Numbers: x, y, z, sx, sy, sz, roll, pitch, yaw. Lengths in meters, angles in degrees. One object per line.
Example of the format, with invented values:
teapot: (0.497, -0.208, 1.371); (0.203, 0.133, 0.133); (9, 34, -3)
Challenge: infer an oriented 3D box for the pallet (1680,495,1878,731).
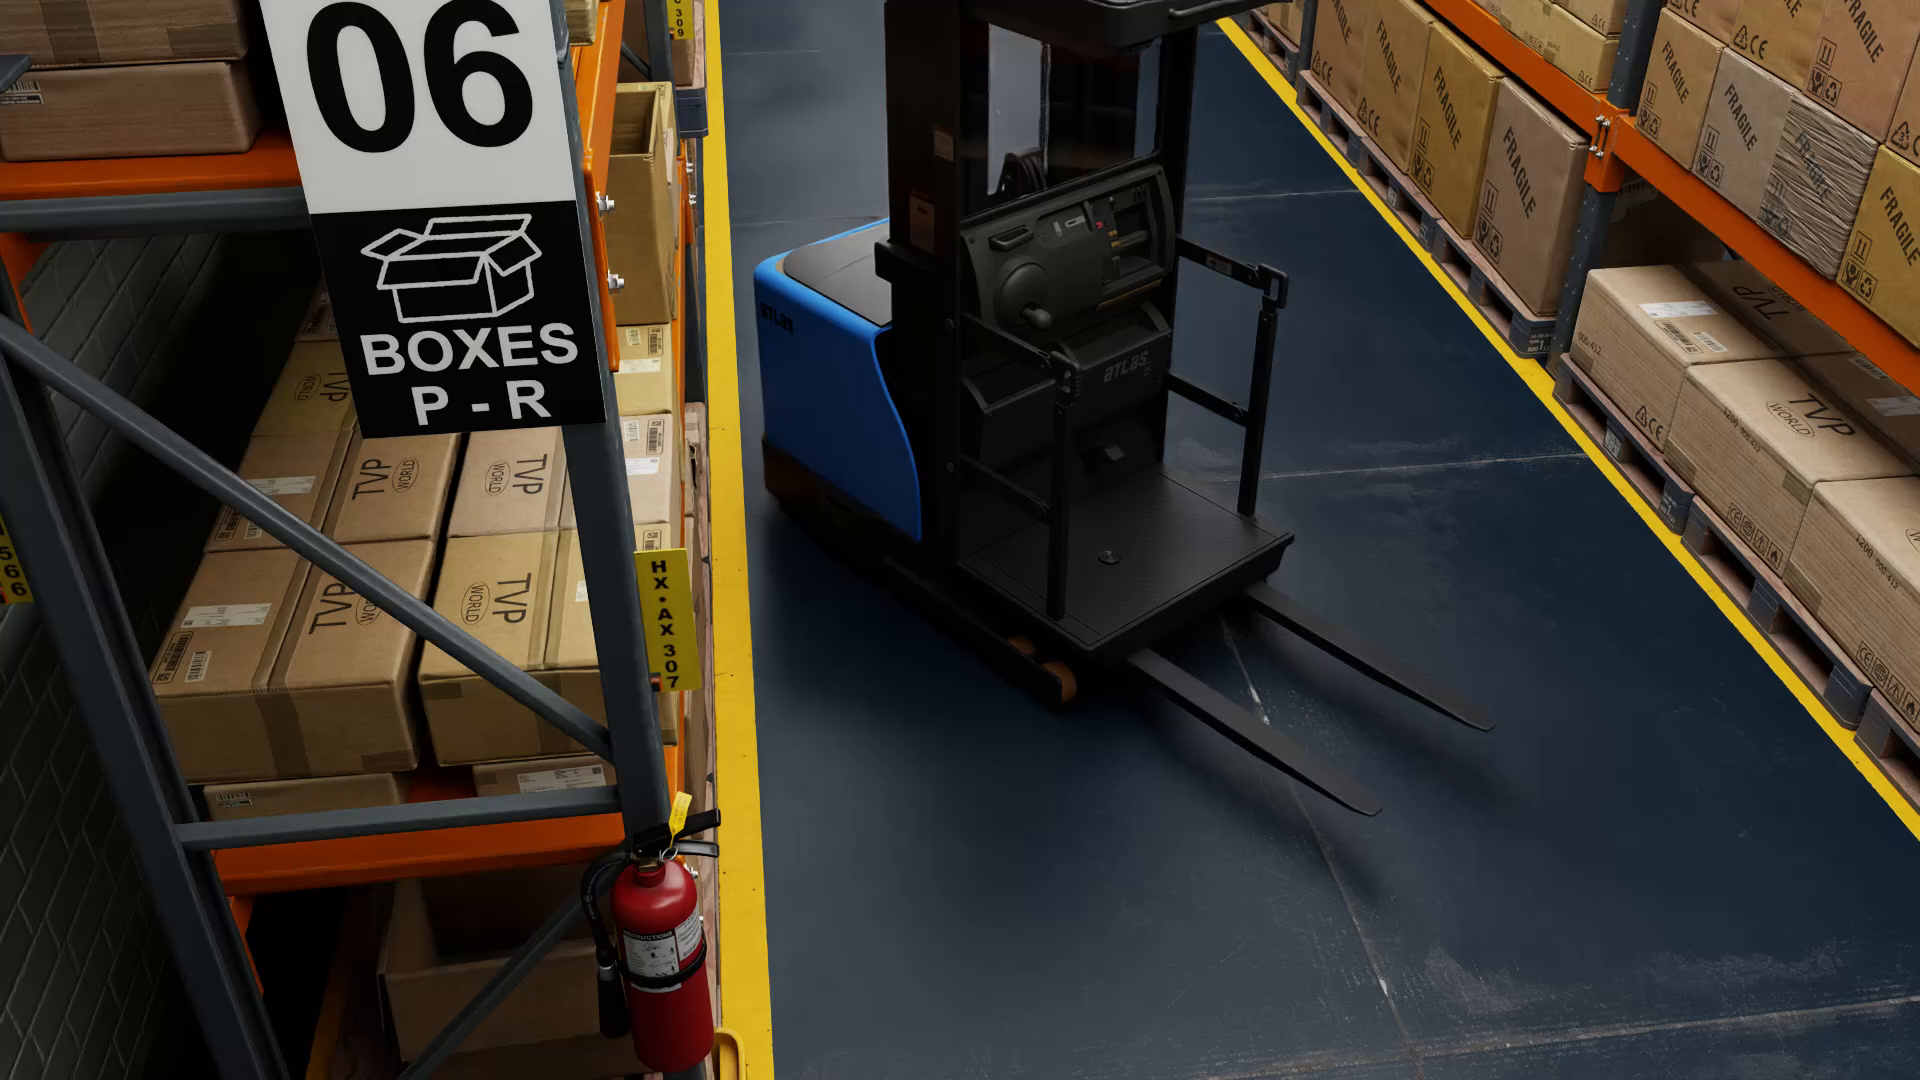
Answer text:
pallet: (3.490, 0.207, 6.259); (1.003, 0.211, 1.213); (-4, 35, -6)

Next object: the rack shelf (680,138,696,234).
rack shelf: (-1.889, -2.498, 8.391); (1.077, 0.370, 4.000); (-4, 35, -6)

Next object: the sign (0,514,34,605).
sign: (-1.635, -0.026, 2.815); (0.100, 0.325, 0.005); (-4, 35, -6)

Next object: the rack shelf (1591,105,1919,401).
rack shelf: (3.567, -0.644, 5.671); (1.077, 0.370, 4.000); (-4, 35, -6)

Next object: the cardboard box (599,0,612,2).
cardboard box: (-0.905, -1.214, 3.428); (0.380, 0.149, 0.250); (-4, 34, -5)

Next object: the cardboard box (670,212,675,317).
cardboard box: (-1.174, -0.917, 5.301); (0.500, 0.250, 0.500); (-5, 35, -7)

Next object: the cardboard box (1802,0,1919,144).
cardboard box: (3.241, -1.659, 5.544); (0.500, 0.500, 0.500); (-4, 34, -5)

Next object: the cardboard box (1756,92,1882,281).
cardboard box: (3.226, -1.258, 5.844); (0.500, 0.500, 0.500); (-4, 34, -6)

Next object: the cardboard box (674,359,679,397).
cardboard box: (-1.034, -0.416, 4.920); (0.380, 0.149, 0.250); (-4, 34, -5)

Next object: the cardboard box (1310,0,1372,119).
cardboard box: (2.770, -3.194, 10.286); (0.875, 0.875, 0.875); (-5, 35, -7)

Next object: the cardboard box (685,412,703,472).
cardboard box: (-1.254, -0.386, 6.812); (0.380, 0.149, 0.250); (-5, 35, -8)

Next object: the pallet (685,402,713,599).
pallet: (-1.529, -0.144, 6.774); (1.003, 0.211, 1.213); (-4, 35, -6)

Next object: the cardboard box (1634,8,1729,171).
cardboard box: (3.101, -1.817, 6.664); (0.500, 0.500, 0.500); (-3, 34, -5)

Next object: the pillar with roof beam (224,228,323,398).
pillar with roof beam: (1.846, -4.028, 4.670); (9.100, 9.000, 0.400); (-4, 35, -6)

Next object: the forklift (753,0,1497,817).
forklift: (0.527, -0.945, 5.534); (1.130, 2.935, 3.031); (-26, 42, -33)

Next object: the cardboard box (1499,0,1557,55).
cardboard box: (2.920, -2.511, 7.904); (0.500, 0.250, 0.500); (-5, 35, -7)

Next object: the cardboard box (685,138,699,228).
cardboard box: (-1.670, -1.972, 8.827); (0.500, 0.500, 0.500); (-6, 35, -8)

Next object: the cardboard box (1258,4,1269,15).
cardboard box: (2.587, -4.105, 12.070); (0.950, 0.372, 0.625); (-5, 35, -7)

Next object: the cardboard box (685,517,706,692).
cardboard box: (-1.119, 0.281, 5.521); (0.500, 0.500, 0.500); (-4, 34, -5)

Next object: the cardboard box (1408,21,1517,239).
cardboard box: (3.006, -2.197, 8.823); (0.875, 0.875, 0.875); (-3, 34, -5)

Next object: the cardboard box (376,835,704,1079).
cardboard box: (-1.071, 1.062, 4.372); (0.797, 0.503, 0.637); (-6, 35, -8)

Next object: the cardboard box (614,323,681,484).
cardboard box: (-1.016, -0.346, 4.463); (0.500, 0.250, 0.500); (-5, 35, -7)

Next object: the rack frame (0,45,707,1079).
rack frame: (-1.082, 0.552, 3.276); (1.000, 3.000, 0.127); (-4, 35, -6)

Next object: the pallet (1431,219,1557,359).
pallet: (3.119, -1.330, 8.514); (1.003, 0.211, 1.213); (-4, 35, -6)

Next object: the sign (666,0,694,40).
sign: (-1.084, -2.083, 6.374); (0.100, 0.325, 0.005); (-4, 35, -6)

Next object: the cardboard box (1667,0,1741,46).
cardboard box: (3.122, -2.228, 6.379); (0.500, 0.500, 0.500); (-4, 34, -6)

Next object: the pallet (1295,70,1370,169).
pallet: (2.791, -2.692, 10.512); (1.003, 0.211, 1.213); (-4, 35, -6)

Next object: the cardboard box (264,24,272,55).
cardboard box: (-1.451, -0.887, 2.947); (0.380, 0.149, 0.250); (-4, 34, -6)

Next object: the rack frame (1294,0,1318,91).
rack frame: (2.760, -4.290, 10.381); (1.000, 3.000, 0.127); (-4, 35, -6)

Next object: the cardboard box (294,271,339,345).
cardboard box: (-1.607, -0.601, 4.838); (0.500, 0.250, 0.500); (-4, 35, -6)

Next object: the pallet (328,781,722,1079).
pallet: (-1.201, 1.218, 4.776); (1.003, 0.211, 1.213); (-4, 35, -6)

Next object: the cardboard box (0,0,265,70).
cardboard box: (-1.412, -0.976, 2.723); (0.500, 0.250, 0.500); (-5, 35, -7)

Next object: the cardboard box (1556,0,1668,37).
cardboard box: (2.998, -2.430, 7.341); (0.500, 0.250, 0.500); (-4, 35, -6)

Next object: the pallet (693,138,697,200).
pallet: (-2.095, -2.340, 9.996); (1.003, 0.211, 1.213); (-4, 35, -6)

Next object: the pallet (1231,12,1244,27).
pallet: (2.495, -4.253, 12.803); (1.003, 0.211, 1.213); (-4, 35, -6)

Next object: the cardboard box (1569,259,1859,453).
cardboard box: (3.276, -0.814, 7.183); (0.875, 0.438, 0.875); (-5, 35, -7)

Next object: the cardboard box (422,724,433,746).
cardboard box: (-1.366, 0.345, 3.803); (0.380, 0.149, 0.250); (-3, 34, -5)

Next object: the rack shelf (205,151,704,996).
rack shelf: (-1.351, -0.266, 5.116); (1.077, 0.370, 4.000); (-4, 35, -6)

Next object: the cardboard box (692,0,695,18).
cardboard box: (-1.533, -2.470, 7.250); (0.700, 0.500, 0.500); (-4, 34, -6)

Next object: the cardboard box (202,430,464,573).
cardboard box: (-1.475, -0.033, 4.004); (0.500, 0.250, 0.500); (-4, 35, -6)

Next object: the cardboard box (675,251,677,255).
cardboard box: (-1.212, -1.130, 5.968); (0.380, 0.149, 0.250); (-4, 34, -5)

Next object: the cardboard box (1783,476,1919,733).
cardboard box: (3.516, 0.189, 5.711); (0.875, 0.438, 0.875); (-3, 34, -5)

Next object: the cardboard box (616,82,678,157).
cardboard box: (-1.310, -1.475, 6.120); (0.500, 0.250, 0.500); (-4, 34, -5)
